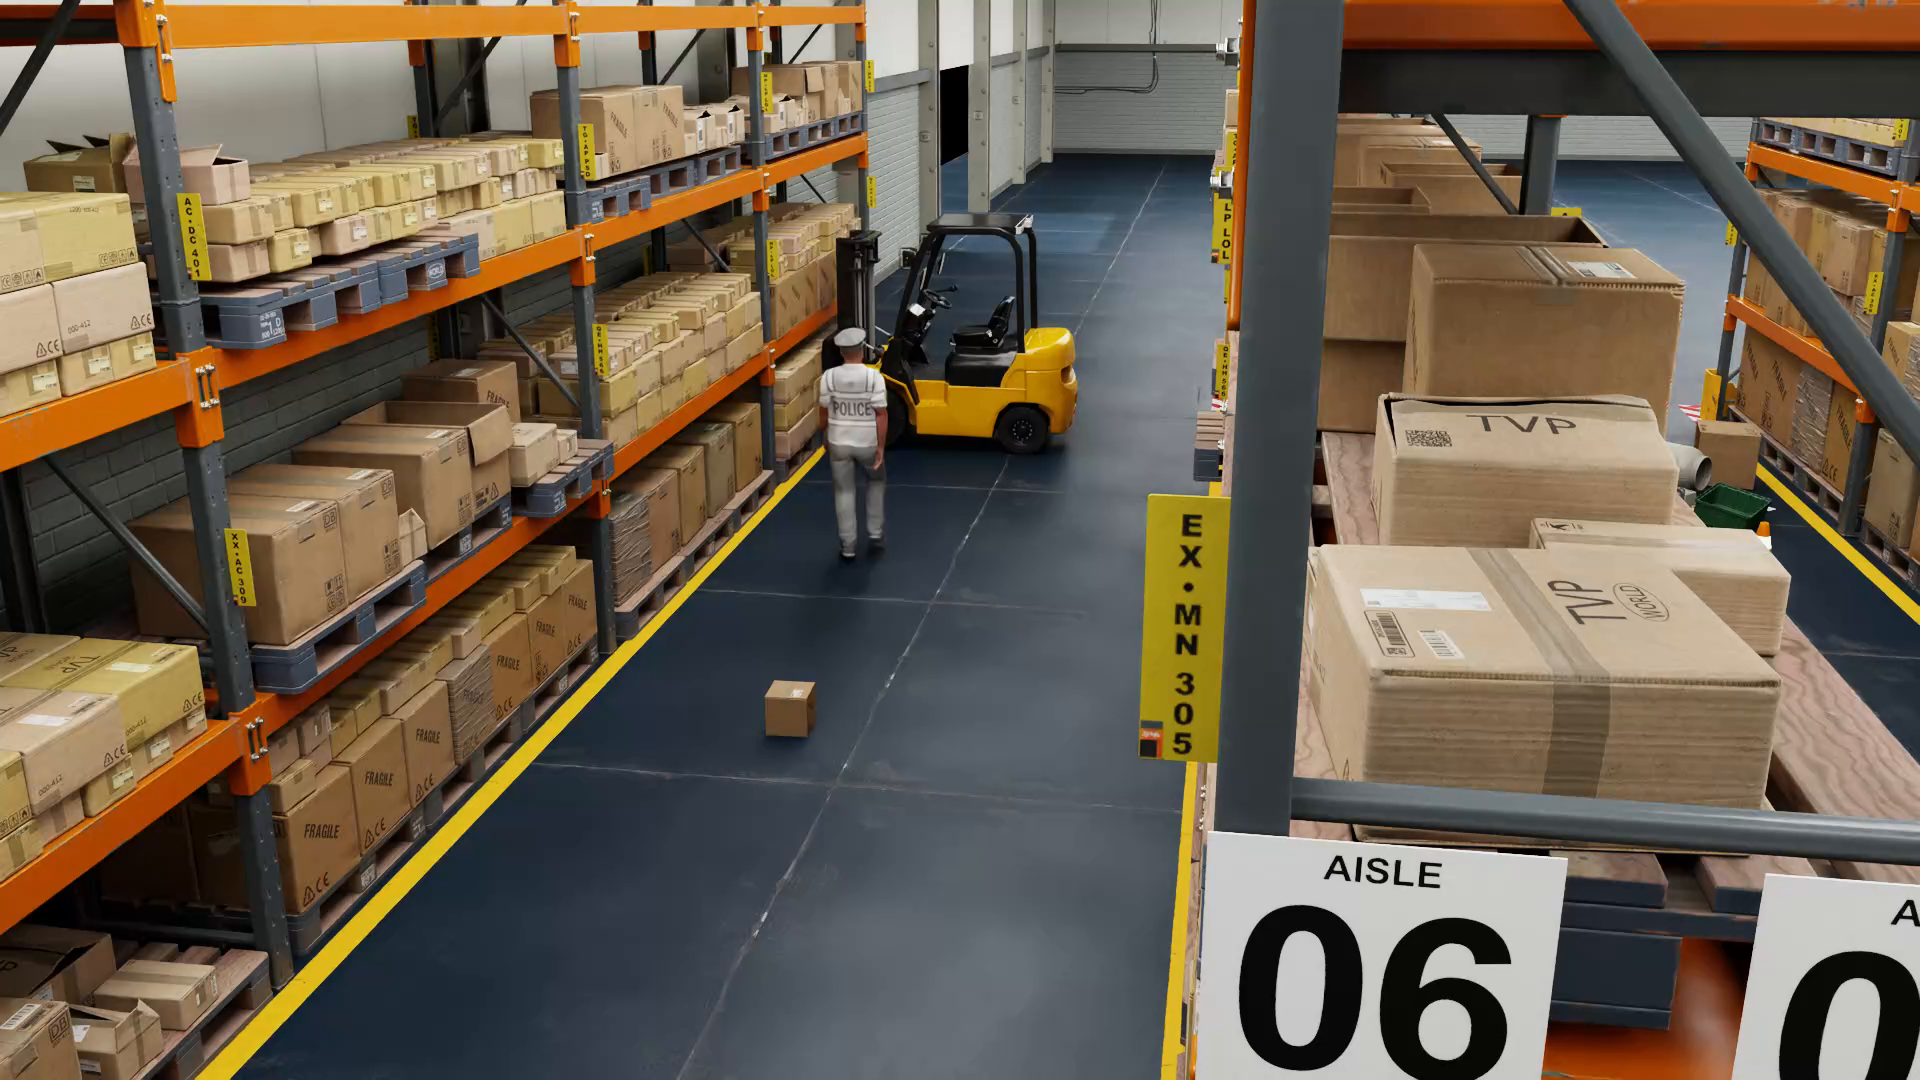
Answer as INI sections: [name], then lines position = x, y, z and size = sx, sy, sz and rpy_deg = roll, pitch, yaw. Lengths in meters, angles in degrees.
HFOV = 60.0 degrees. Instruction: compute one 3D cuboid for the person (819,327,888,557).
[person]
position = -0.813, -0.732, 12.867
size = 0.538, 1.848, 0.598
rpy_deg = 0, 18, 1
